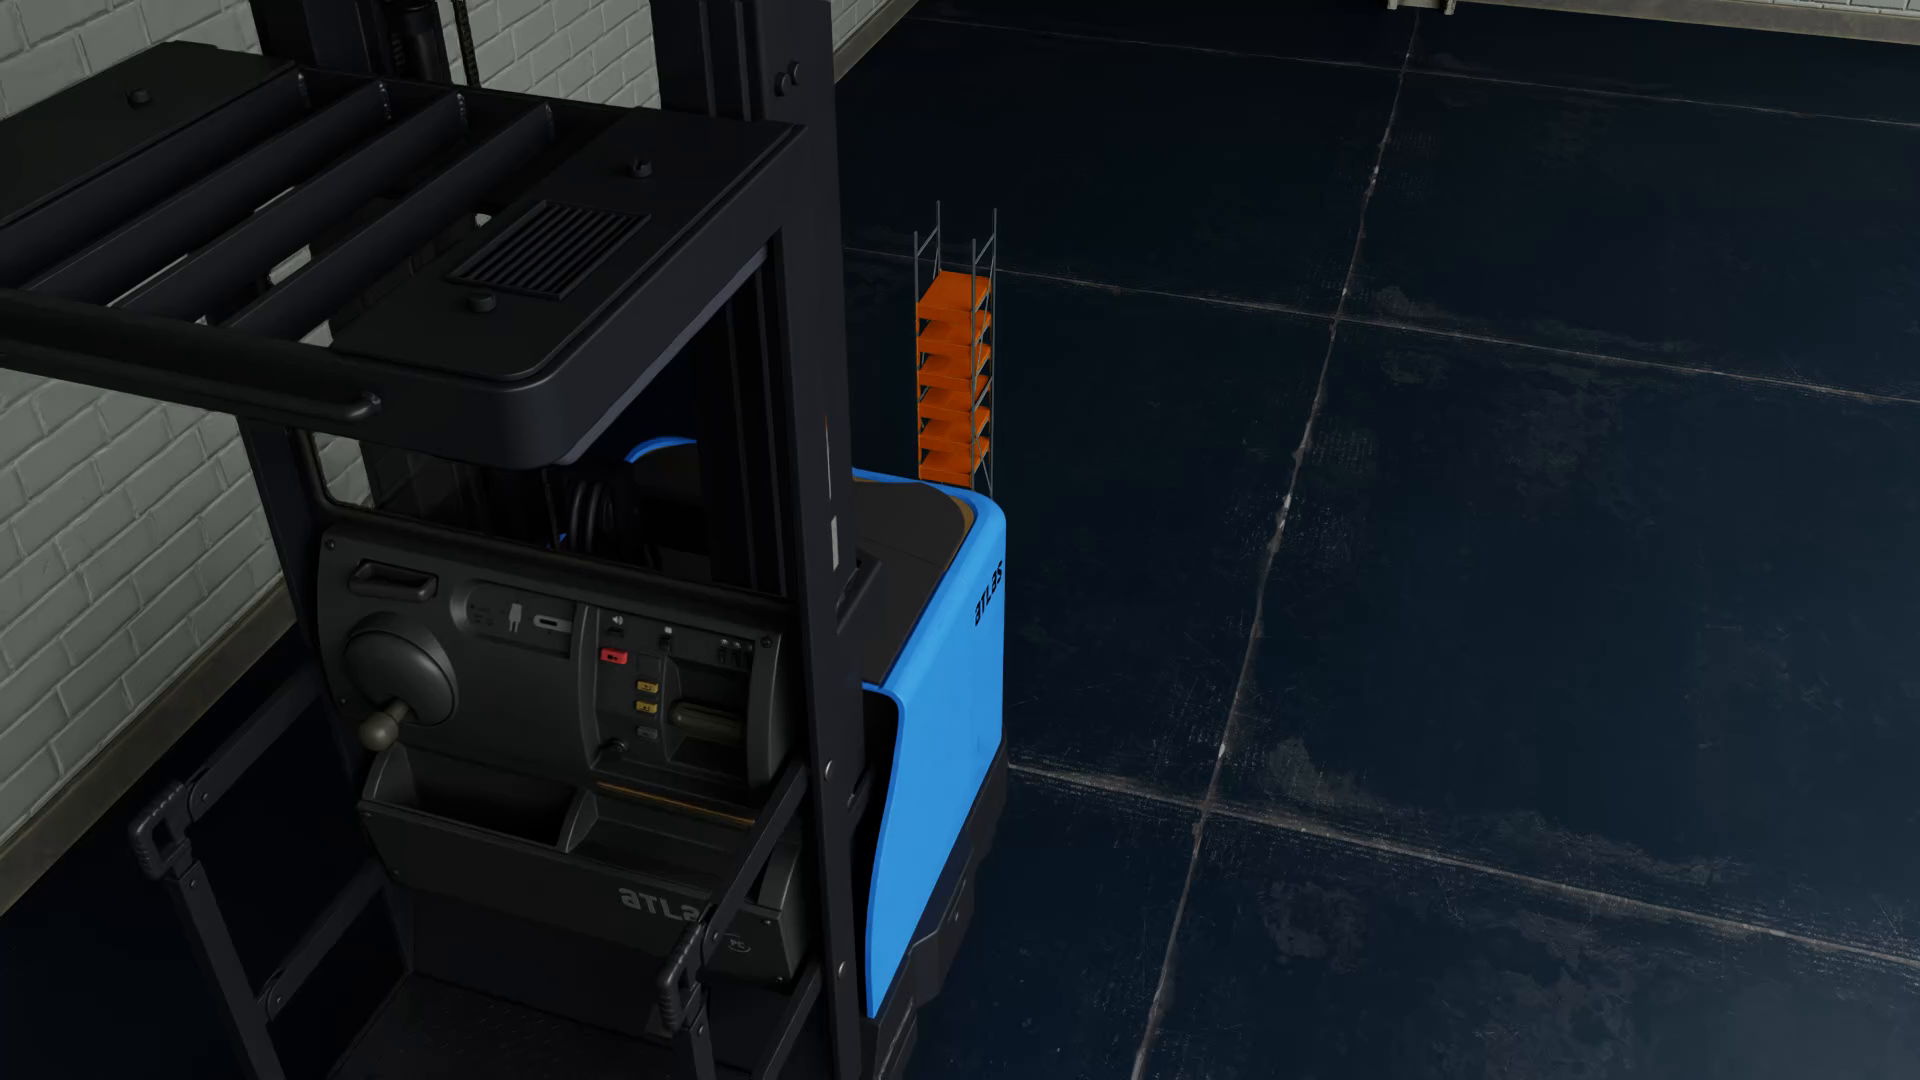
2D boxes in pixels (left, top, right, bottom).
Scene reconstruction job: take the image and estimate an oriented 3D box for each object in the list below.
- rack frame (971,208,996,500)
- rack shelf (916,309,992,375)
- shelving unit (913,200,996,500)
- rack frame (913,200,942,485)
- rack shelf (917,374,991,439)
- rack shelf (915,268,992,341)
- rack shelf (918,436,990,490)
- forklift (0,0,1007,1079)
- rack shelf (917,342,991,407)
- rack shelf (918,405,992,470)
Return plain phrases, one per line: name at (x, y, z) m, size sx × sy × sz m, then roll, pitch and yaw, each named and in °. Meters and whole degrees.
rack frame at (0.074, -0.470, 5.376) m, size 0.006 × 1.200 × 0.240 m, roll 10°, pitch 38°, yaw 14°
rack shelf at (-0.014, -0.643, 5.282) m, size 0.180 × 0.103 × 0.258 m, roll 10°, pitch 38°, yaw 14°
shelving unit at (-0.014, -0.486, 5.398) m, size 0.189 × 1.200 × 0.258 m, roll 10°, pitch 38°, yaw 14°
rack frame at (-0.101, -0.502, 5.420) m, size 0.006 × 1.200 × 0.240 m, roll 10°, pitch 38°, yaw 14°
rack shelf at (-0.014, -0.450, 5.424) m, size 0.180 × 0.103 × 0.258 m, roll 10°, pitch 38°, yaw 14°
rack shelf at (-0.014, -0.740, 5.211) m, size 0.180 × 0.103 × 0.258 m, roll 10°, pitch 38°, yaw 14°
rack shelf at (-0.014, -0.257, 5.566) m, size 0.180 × 0.103 × 0.258 m, roll 10°, pitch 38°, yaw 14°
forklift at (-0.823, 0.311, 2.855) m, size 1.130 × 2.935 × 3.031 m, roll 11°, pitch 38°, yaw 15°
rack shelf at (-0.014, -0.547, 5.353) m, size 0.180 × 0.103 × 0.258 m, roll 10°, pitch 38°, yaw 14°
rack shelf at (-0.014, -0.353, 5.495) m, size 0.180 × 0.103 × 0.258 m, roll 10°, pitch 38°, yaw 14°
